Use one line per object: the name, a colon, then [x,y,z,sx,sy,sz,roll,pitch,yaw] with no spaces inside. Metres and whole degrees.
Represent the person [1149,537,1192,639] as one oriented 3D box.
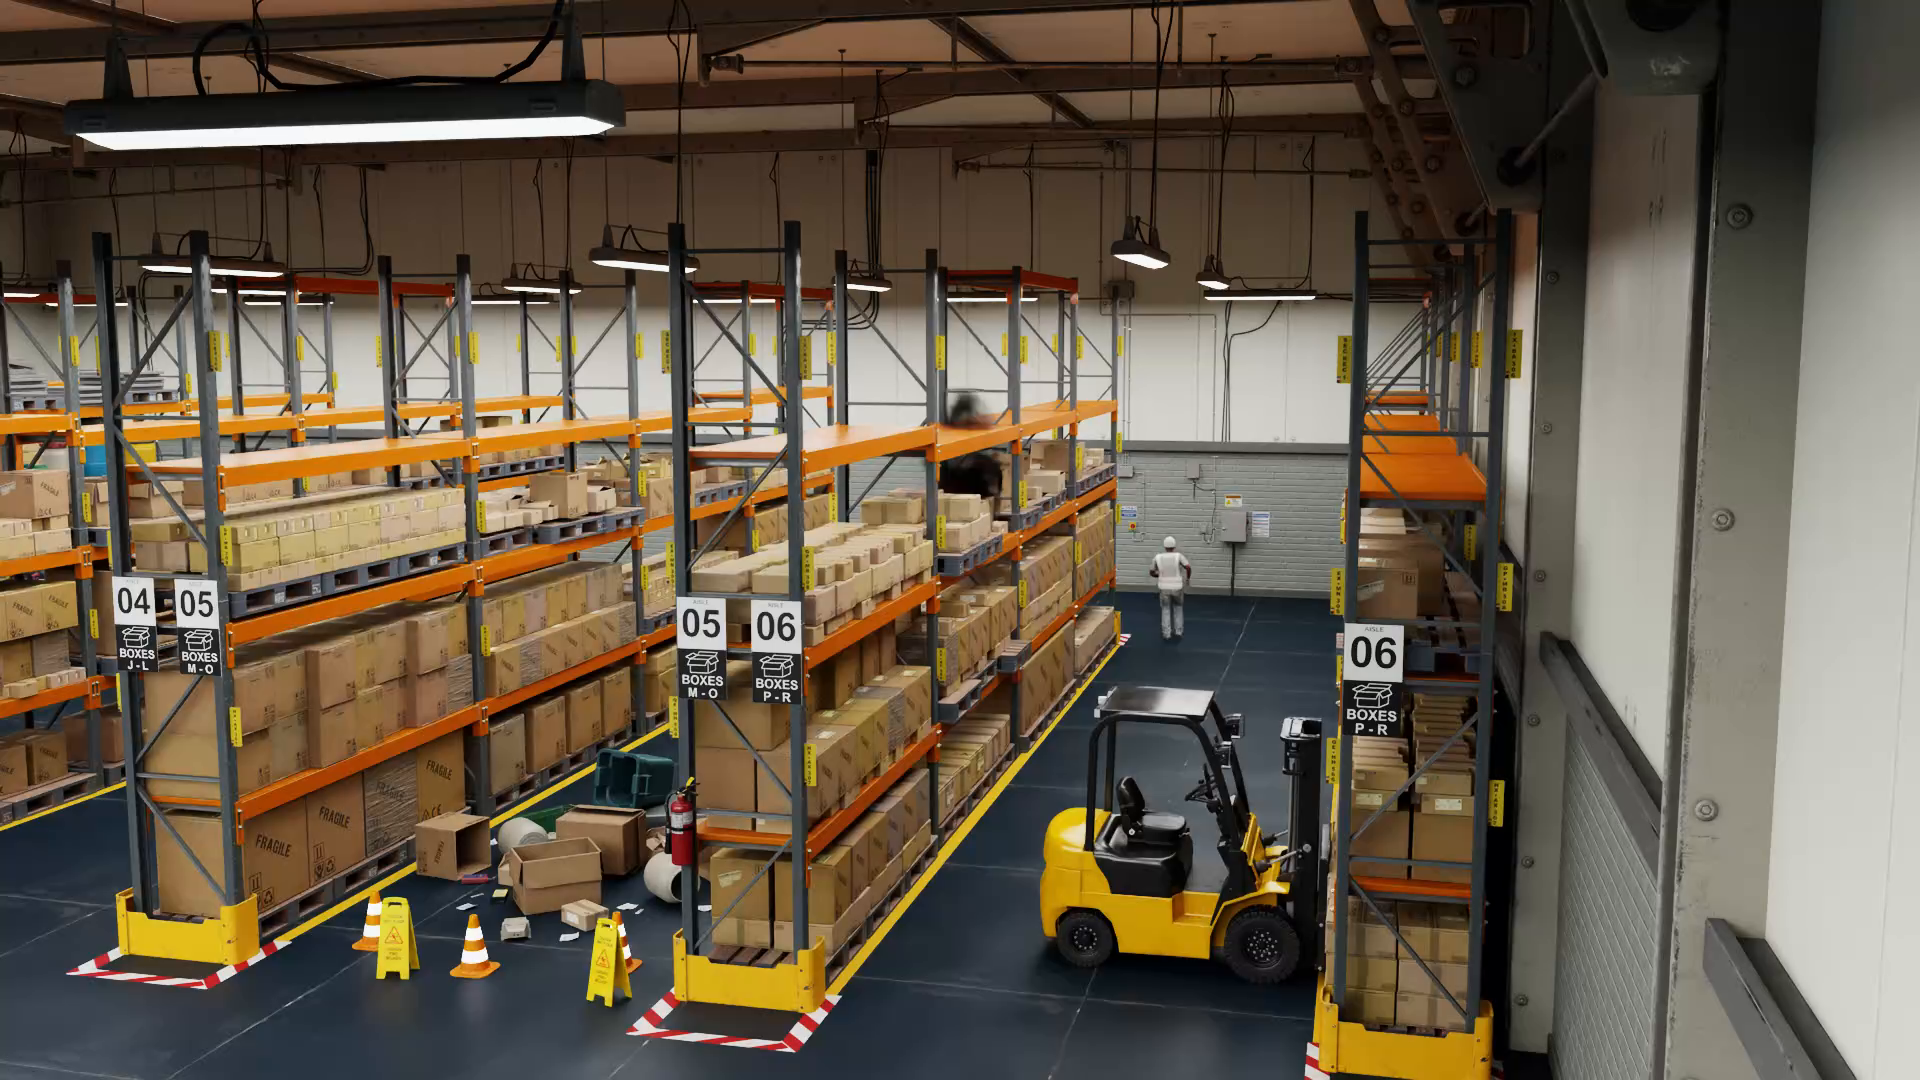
person: [3.595,0.843,28.403,0.722,1.825,0.775,1,7,10]
